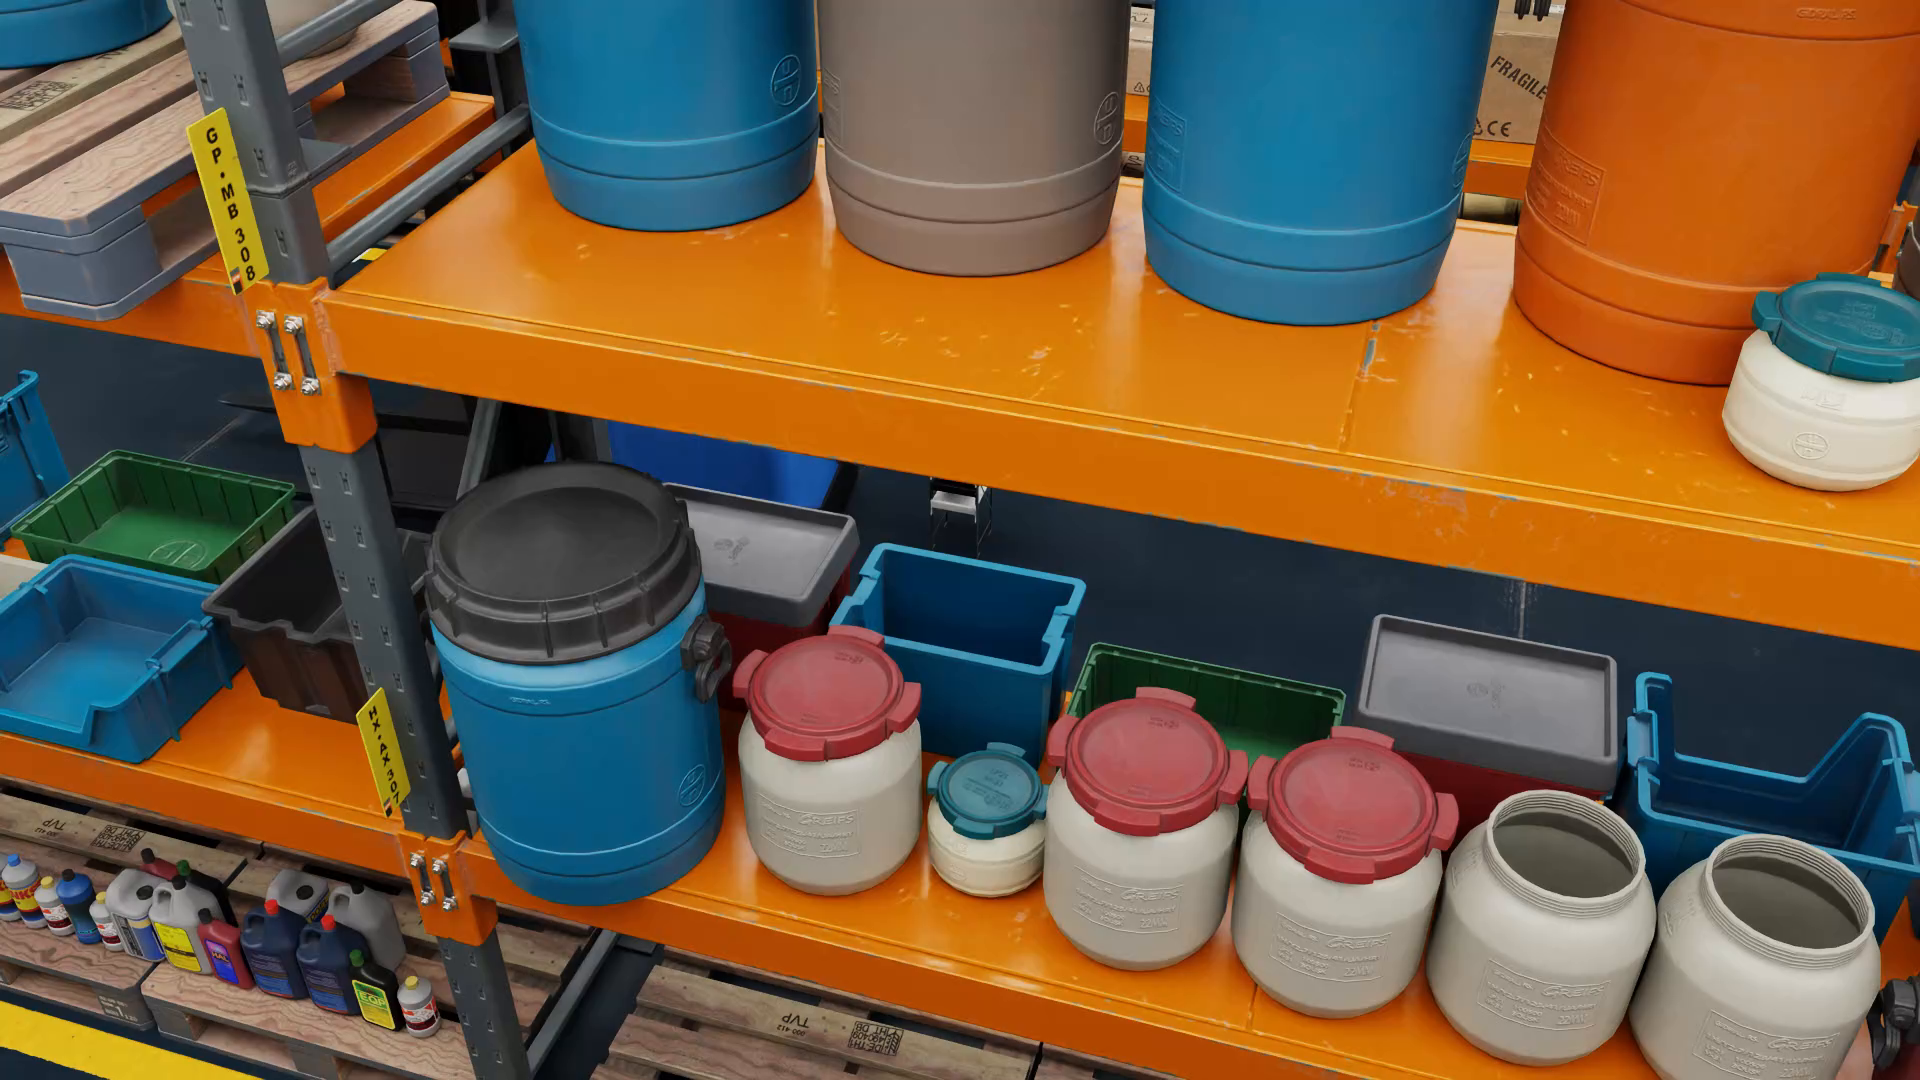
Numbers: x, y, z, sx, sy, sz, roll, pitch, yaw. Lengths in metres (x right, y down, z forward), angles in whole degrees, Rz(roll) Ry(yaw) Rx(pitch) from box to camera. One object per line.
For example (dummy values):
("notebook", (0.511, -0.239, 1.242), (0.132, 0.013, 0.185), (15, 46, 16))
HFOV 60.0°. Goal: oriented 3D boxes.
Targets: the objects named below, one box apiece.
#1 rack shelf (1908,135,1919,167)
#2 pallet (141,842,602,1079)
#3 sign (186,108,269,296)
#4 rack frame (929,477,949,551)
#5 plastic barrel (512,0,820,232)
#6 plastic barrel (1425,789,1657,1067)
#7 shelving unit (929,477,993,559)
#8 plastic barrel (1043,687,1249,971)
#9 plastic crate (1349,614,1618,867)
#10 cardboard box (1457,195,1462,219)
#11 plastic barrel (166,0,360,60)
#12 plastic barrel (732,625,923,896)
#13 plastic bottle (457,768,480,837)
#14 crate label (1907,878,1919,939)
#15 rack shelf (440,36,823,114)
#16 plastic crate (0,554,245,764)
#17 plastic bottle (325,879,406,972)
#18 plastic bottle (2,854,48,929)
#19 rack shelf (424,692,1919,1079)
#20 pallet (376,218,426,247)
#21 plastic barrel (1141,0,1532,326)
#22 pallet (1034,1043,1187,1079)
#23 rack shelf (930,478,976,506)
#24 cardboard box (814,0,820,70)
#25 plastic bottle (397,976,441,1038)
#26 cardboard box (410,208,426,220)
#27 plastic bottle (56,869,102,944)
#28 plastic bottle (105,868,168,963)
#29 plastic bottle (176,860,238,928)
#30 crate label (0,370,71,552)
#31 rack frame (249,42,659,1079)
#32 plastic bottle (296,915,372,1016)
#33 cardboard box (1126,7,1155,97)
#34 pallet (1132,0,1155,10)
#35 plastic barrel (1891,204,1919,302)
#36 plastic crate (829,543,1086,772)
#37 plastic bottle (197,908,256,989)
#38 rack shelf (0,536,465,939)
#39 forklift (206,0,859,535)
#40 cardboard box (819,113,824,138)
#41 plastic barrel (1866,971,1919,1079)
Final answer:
("rack shelf", (6.060, -1.158, 6.900), (4.000, 0.370, 1.077), (10, 38, 14))
("pallet", (-1.776, 1.274, 5.341), (1.213, 0.211, 1.003), (10, 38, 14))
("sign", (-1.322, -0.609, 3.009), (0.005, 0.325, 0.100), (10, 38, 14))
("rack frame", (-0.089, -0.379, 7.006), (0.006, 0.900, 0.240), (10, 38, 14))
("plastic barrel", (-0.597, -1.149, 3.328), (0.708, 0.901, 0.600), (10, 38, 14))
("plastic barrel", (1.223, 0.820, 3.511), (0.421, 0.512, 0.421), (0, 36, 0))
("shelving unit", (0.008, -0.361, 6.981), (0.210, 0.900, 0.258), (10, 38, 14))
("plastic barrel", (0.401, 0.662, 3.706), (0.433, 0.535, 0.433), (0, 36, 0))
("plastic crate", (1.219, 0.516, 3.965), (0.583, 0.464, 0.402), (10, 38, 14))
("cardboard box", (2.258, -1.618, 8.410), (0.500, 0.311, 0.500), (10, 38, 13))
("plastic barrel", (-1.500, -1.316, 3.528), (0.421, 0.512, 0.421), (0, 36, 0))
("plastic barrel", (-0.300, 0.532, 3.882), (0.433, 0.535, 0.433), (0, 36, 0))
("plastic bottle", (-1.638, 0.867, 5.468), (0.135, 0.276, 0.152), (12, 38, 16))
("crate label", (2.380, 0.781, 3.799), (0.416, 0.233, 0.303), (10, 38, 14))
("rack shelf", (-1.576, -2.572, 8.821), (4.000, 0.370, 1.077), (10, 38, 14))
("plastic crate", (-2.285, 0.311, 4.422), (0.616, 0.251, 0.499), (10, 38, 14))
("plastic bottle", (-1.805, 1.151, 5.020), (0.185, 0.351, 0.144), (10, 38, 14))
("plastic bottle", (-2.905, 1.083, 5.178), (0.097, 0.271, 0.097), (0, 36, 0))
("rack shelf", (0.762, 0.937, 4.054), (4.000, 0.370, 1.077), (10, 38, 14))
("pallet", (-2.742, -1.981, 9.763), (1.213, 0.211, 1.003), (10, 38, 14))
("plastic barrel", (0.651, -0.918, 3.014), (0.708, 0.901, 0.600), (10, 38, 14))
("pallet", (0.782, 1.748, 4.697), (1.213, 0.211, 1.003), (10, 38, 14))
("rack shelf", (0.008, -0.262, 7.054), (0.200, 0.077, 0.258), (10, 38, 14))
("cardboard box", (-0.598, -2.713, 8.321), (0.500, 0.500, 0.700), (10, 38, 13))
("plastic bottle", (-1.587, 1.355, 4.867), (0.097, 0.201, 0.097), (0, 36, 0))
("cardboard box", (-3.039, -2.057, 9.479), (0.500, 0.250, 0.500), (10, 38, 14))
("plastic bottle", (-2.712, 1.119, 5.130), (0.097, 0.271, 0.097), (0, 36, 0))
("plastic bottle", (-2.493, 1.140, 5.097), (0.135, 0.276, 0.152), (11, 38, 15))
("plastic bottle", (-2.333, 1.106, 5.137), (0.133, 0.283, 0.061), (10, 38, 14))
("crate label", (-3.128, -0.256, 5.037), (0.616, 0.435, 0.502), (10, 38, 14))
("rack frame", (-1.147, 0.293, 4.321), (0.127, 3.000, 1.000), (10, 38, 14))
("plastic bottle", (-1.848, 1.232, 4.909), (0.185, 0.351, 0.144), (10, 37, 13))
("cardboard box", (0.816, -2.386, 8.088), (0.500, 0.250, 0.500), (13, 38, 17))
("pallet", (1.155, -4.288, 12.897), (1.213, 0.211, 1.003), (10, 38, 14))
("plastic barrel", (1.951, -0.677, 2.687), (0.600, 0.901, 0.600), (0, 36, 0))
("plastic crate", (-0.002, 0.319, 4.300), (0.575, 0.384, 0.392), (10, 38, 14))
("plastic bottle", (-2.199, 1.220, 4.982), (0.133, 0.283, 0.061), (13, 38, 17))
("rack shelf", (-3.056, 0.230, 5.014), (4.000, 0.370, 1.077), (10, 38, 14))
("forklift", (-2.027, -1.327, 6.581), (3.031, 2.935, 1.130), (6, 37, 8))
("cardboard box", (-0.648, -1.926, 8.668), (0.500, 0.500, 0.500), (10, 38, 14))
("plastic barrel", (2.137, 1.035, 3.198), (0.708, 0.536, 0.600), (10, 38, 14))
